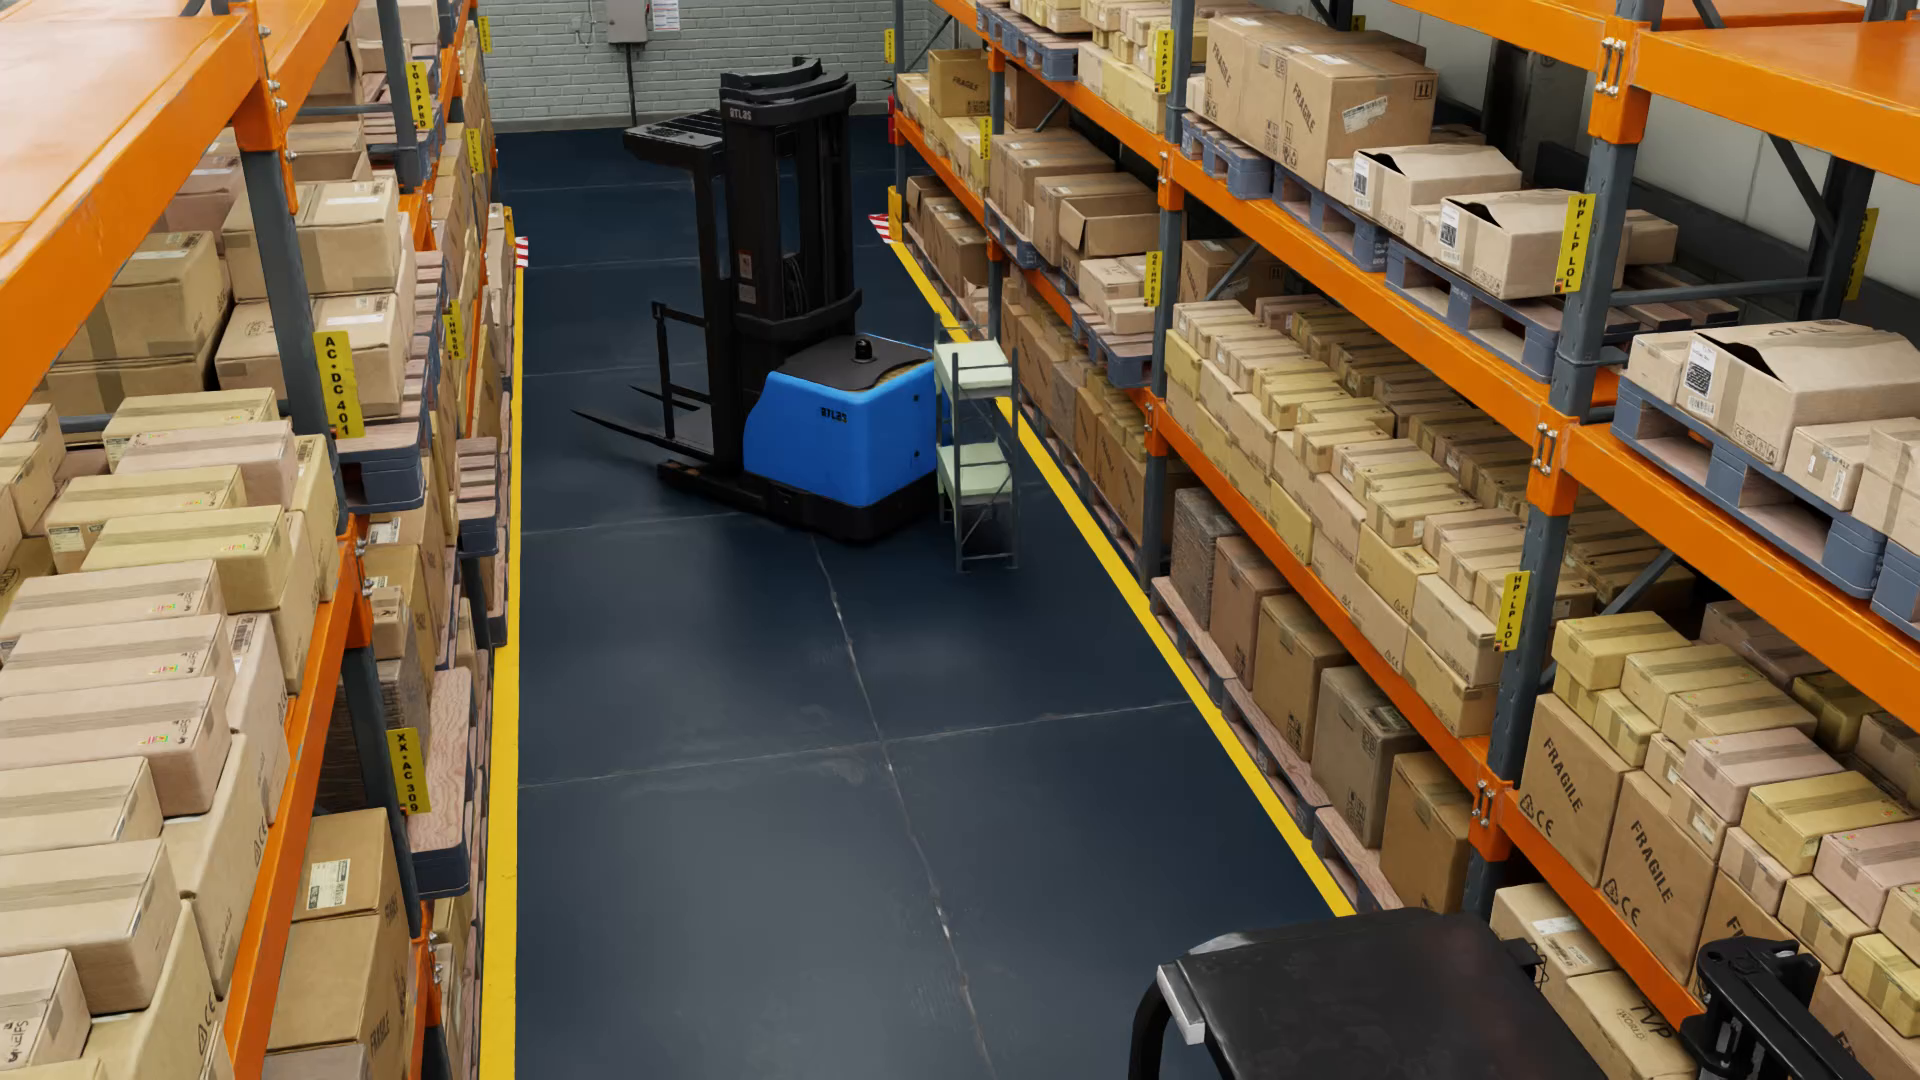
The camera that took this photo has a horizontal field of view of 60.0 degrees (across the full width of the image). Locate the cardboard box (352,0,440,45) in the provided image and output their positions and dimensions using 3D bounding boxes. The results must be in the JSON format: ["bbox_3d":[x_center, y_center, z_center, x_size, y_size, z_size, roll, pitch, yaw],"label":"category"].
[{"bbox_3d":[-3.697,-3.444,10.896,0.500,0.311,0.500,-6,27,-12],"label":"cardboard box"}]

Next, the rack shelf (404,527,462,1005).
[{"bbox_3d":[-2.748,0.632,7.314,1.077,0.370,4.000,-6,27,-12],"label":"rack shelf"}]

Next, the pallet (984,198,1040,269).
[{"bbox_3d":[0.808,-2.381,12.698,1.003,0.211,1.213,-6,27,-12],"label":"pallet"}]

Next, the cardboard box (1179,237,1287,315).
[{"bbox_3d":[1.672,-1.547,10.255,0.500,0.500,0.500,-5,27,-9],"label":"cardboard box"}]

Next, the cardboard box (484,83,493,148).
[{"bbox_3d":[-4.636,-3.939,15.461,0.500,0.500,0.500,-6,27,-11],"label":"cardboard box"}]

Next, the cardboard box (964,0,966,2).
[{"bbox_3d":[0.211,-4.519,13.670,0.380,0.149,0.250,-6,27,-12],"label":"cardboard box"}]

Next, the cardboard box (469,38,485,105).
[{"bbox_3d":[-4.515,-4.156,14.781,0.500,0.500,0.500,-6,27,-11],"label":"cardboard box"}]

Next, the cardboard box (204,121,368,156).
[{"bbox_3d":[-2.995,-1.534,7.367,0.700,0.500,0.500,-6,27,-12],"label":"cardboard box"}]

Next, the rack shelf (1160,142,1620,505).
[{"bbox_3d":[2.087,-1.213,7.640,1.077,0.370,4.000,-6,27,-12],"label":"rack shelf"}]

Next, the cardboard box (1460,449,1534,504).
[{"bbox_3d":[2.493,-0.282,7.495,0.380,0.149,0.250,-6,27,-12],"label":"cardboard box"}]

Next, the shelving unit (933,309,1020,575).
[{"bbox_3d":[0.105,-0.633,10.673,0.431,1.500,0.755,-5,27,-8],"label":"shelving unit"}]

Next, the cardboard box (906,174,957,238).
[{"bbox_3d":[-0.121,-3.380,16.768,0.797,0.503,0.637,-7,28,-14],"label":"cardboard box"}]

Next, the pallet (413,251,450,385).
[{"bbox_3d":[-2.570,-0.803,6.238,1.213,0.211,1.003,-6,27,-12],"label":"pallet"}]

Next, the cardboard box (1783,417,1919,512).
[{"bbox_3d":[2.516,-0.211,4.558,0.380,0.149,0.250,-5,27,-10],"label":"cardboard box"}]

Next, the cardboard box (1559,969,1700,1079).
[{"bbox_3d":[2.446,1.747,5.783,0.500,0.250,0.500,-6,27,-12],"label":"cardboard box"}]

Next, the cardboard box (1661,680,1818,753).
[{"bbox_3d":[2.533,0.603,5.412,0.380,0.149,0.250,-6,27,-13],"label":"cardboard box"}]

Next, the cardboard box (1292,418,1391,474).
[{"bbox_3d":[1.792,-0.445,7.818,0.380,0.149,0.250,-7,28,-13],"label":"cardboard box"}]

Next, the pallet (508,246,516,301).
[{"bbox_3d":[-4.746,-2.491,15.798,1.003,0.211,1.213,-6,27,-12],"label":"pallet"}]

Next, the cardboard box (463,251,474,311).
[{"bbox_3d":[-3.390,-1.642,10.632,0.500,0.250,0.500,-5,27,-11],"label":"cardboard box"}]

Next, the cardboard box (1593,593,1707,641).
[{"bbox_3d":[2.673,0.278,6.828,0.500,0.250,0.500,-6,27,-12],"label":"cardboard box"}]

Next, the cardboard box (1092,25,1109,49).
[{"bbox_3d":[1.057,-3.222,10.546,0.380,0.149,0.250,-5,27,-10],"label":"cardboard box"}]

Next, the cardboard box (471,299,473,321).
[{"bbox_3d":[-3.545,-1.638,11.179,0.500,0.250,0.500,-7,28,-13],"label":"cardboard box"}]

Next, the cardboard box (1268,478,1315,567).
[{"bbox_3d":[1.844,-0.112,8.155,0.500,0.250,0.500,-5,27,-10],"label":"cardboard box"}]

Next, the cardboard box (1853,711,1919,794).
[{"bbox_3d":[3.110,0.658,5.302,0.380,0.149,0.250,-6,27,-13],"label":"cardboard box"}]

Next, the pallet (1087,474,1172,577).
[{"bbox_3d":[1.505,-0.160,11.178,1.003,0.211,1.213,-6,27,-12],"label":"pallet"}]

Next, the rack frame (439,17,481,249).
[{"bbox_3d":[-4.101,-2.323,12.370,1.000,3.000,0.127,-6,27,-12],"label":"rack frame"}]

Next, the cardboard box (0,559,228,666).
[{"bbox_3d":[-1.764,0.179,3.479,0.380,0.149,0.250,-6,28,-13],"label":"cardboard box"}]

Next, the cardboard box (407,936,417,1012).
[{"bbox_3d":[-1.928,1.411,5.251,0.380,0.149,0.250,-6,27,-12],"label":"cardboard box"}]

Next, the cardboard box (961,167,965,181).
[{"bbox_3d":[0.222,-3.173,14.332,0.380,0.149,0.250,-5,27,-10],"label":"cardboard box"}]

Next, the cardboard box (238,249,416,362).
[{"bbox_3d":[-2.154,-0.791,5.705,0.500,0.250,0.500,-6,27,-12],"label":"cardboard box"}]

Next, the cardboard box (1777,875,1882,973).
[{"bbox_3d":[2.613,1.080,4.796,0.380,0.149,0.250,-7,28,-13],"label":"cardboard box"}]

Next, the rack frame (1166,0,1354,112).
[{"bbox_3d":[1.636,-3.751,8.541,1.000,3.000,0.127,-6,27,-12],"label":"rack frame"}]

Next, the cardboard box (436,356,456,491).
[{"bbox_3d":[-2.699,-0.535,7.920,0.500,0.500,0.500,-6,27,-12],"label":"cardboard box"}]

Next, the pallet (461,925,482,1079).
[{"bbox_3d":[-2.475,2.092,6.717,1.003,0.211,1.213,-6,27,-12],"label":"pallet"}]

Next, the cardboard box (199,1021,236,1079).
[{"bbox_3d":[-1.450,0.972,2.791,0.380,0.149,0.250,-6,27,-11],"label":"cardboard box"}]

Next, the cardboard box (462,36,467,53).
[{"bbox_3d":[-4.385,-4.168,14.085,0.380,0.149,0.250,-5,27,-10],"label":"cardboard box"}]

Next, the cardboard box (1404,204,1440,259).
[{"bbox_3d":[1.994,-1.228,6.573,0.380,0.149,0.250,-6,27,-12],"label":"cardboard box"}]

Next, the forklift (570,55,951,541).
[{"bbox_3d":[-1.536,-1.819,11.447,3.031,2.935,1.130,18,32,32],"label":"forklift"}]

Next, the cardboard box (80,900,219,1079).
[{"bbox_3d":[-1.495,0.846,2.599,0.500,0.250,0.500,-5,27,-10],"label":"cardboard box"}]

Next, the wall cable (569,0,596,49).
[{"bbox_3d":[-4.916,-7.155,20.816,0.588,1.984,0.122,-6,27,-12],"label":"wall cable"}]

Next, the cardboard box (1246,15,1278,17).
[{"bbox_3d":[1.794,-2.960,9.697,0.380,0.149,0.250,-6,27,-11],"label":"cardboard box"}]

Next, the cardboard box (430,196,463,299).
[{"bbox_3d":[-3.295,-1.745,10.004,0.500,0.500,0.500,-5,27,-10],"label":"cardboard box"}]

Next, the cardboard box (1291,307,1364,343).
[{"bbox_3d":[2.074,-1.181,9.277,0.380,0.149,0.250,-5,27,-10],"label":"cardboard box"}]

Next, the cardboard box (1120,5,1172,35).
[{"bbox_3d":[1.188,-3.130,10.035,0.380,0.149,0.250,-6,27,-12],"label":"cardboard box"}]

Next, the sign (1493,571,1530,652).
[{"bbox_3d":[2.011,0.261,6.053,0.100,0.325,0.005,-6,27,-12],"label":"sign"}]

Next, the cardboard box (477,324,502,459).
[{"bbox_3d":[-3.672,-0.902,11.447,0.875,0.875,0.875,-5,27,-10],"label":"cardboard box"}]

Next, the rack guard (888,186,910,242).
[{"bbox_3d":[-0.150,-3.436,17.348,1.175,0.500,0.348,-6,27,-12],"label":"rack guard"}]

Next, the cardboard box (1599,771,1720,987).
[{"bbox_3d":[2.517,1.087,5.503,0.500,0.500,0.500,-5,27,-11],"label":"cardboard box"}]

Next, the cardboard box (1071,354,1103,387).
[{"bbox_3d":[1.006,-1.210,11.753,0.380,0.149,0.250,-7,28,-14],"label":"cardboard box"}]

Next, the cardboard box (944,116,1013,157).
[{"bbox_3d":[0.155,-3.532,14.602,0.500,0.250,0.500,-6,27,-12],"label":"cardboard box"}]

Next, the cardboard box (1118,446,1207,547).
[{"bbox_3d":[1.331,-0.308,10.686,0.500,0.500,0.500,-5,27,-10],"label":"cardboard box"}]

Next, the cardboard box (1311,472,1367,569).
[{"bbox_3d":[1.945,-0.113,7.603,0.500,0.250,0.500,-5,27,-11],"label":"cardboard box"}]

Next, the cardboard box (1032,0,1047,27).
[{"bbox_3d":[0.695,-3.556,11.185,0.380,0.149,0.250,-5,27,-10],"label":"cardboard box"}]
